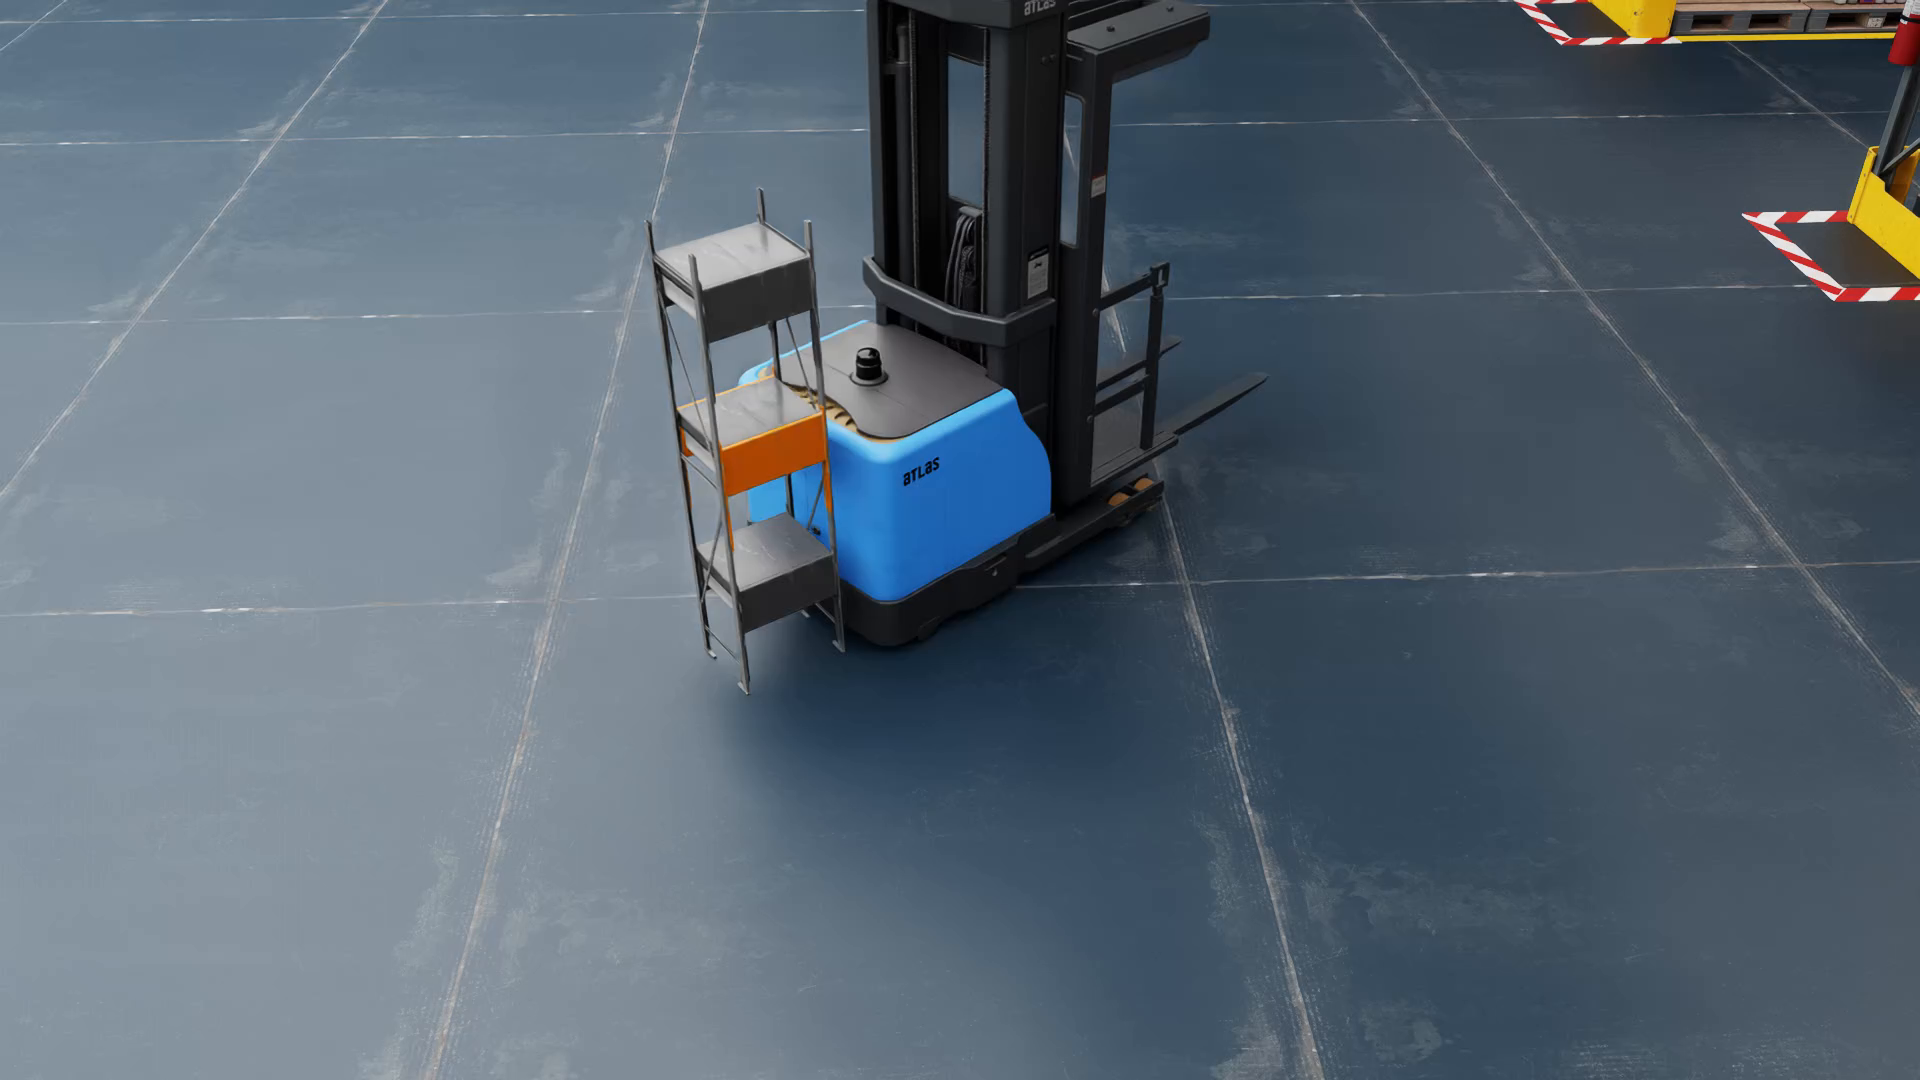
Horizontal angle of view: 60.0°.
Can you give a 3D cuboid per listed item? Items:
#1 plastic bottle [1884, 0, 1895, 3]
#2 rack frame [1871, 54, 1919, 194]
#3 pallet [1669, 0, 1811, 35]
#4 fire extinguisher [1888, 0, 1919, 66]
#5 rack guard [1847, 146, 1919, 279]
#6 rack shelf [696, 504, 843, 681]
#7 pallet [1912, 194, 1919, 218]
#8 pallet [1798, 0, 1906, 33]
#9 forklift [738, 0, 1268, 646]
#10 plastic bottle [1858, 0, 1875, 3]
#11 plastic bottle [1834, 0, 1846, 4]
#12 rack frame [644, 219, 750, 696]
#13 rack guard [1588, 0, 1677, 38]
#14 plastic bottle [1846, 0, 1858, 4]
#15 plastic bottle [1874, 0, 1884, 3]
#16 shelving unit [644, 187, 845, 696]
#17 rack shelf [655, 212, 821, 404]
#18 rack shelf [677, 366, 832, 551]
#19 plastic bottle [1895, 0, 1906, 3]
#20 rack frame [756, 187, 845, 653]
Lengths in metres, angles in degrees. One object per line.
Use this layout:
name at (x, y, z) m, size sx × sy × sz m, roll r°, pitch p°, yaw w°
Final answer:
plastic bottle at (8.253, -4.897, 14.701) m, size 0.097 × 0.271 × 0.097 m, roll 0°, pitch 35°, yaw 0°
rack frame at (6.219, -3.139, 10.150) m, size 0.127 × 3.000 × 1.000 m, roll -2°, pitch 35°, yaw -2°
pallet at (6.870, -4.856, 15.081) m, size 1.213 × 0.211 × 1.003 m, roll -2°, pitch 35°, yaw -2°
fire extinguisher at (6.083, -3.366, 10.546) m, size 0.183 × 0.674 × 0.296 m, roll -2°, pitch 35°, yaw -2°
rack guard at (6.295, -2.113, 10.864) m, size 0.348 × 0.500 × 1.175 m, roll -2°, pitch 35°, yaw -2°
rack shelf at (-0.845, 0.226, 7.321) m, size 0.480 × 0.518 × 0.431 m, roll -23°, pitch 41°, yaw -27°
pallet at (7.109, -1.996, 10.949) m, size 1.213 × 0.211 × 1.003 m, roll -2°, pitch 35°, yaw -2°
pallet at (8.086, -4.887, 15.126) m, size 1.213 × 0.211 × 1.003 m, roll -2°, pitch 35°, yaw -2°
forklift at (0.392, -1.462, 7.787) m, size 3.031 × 2.935 × 1.130 m, roll -29°, pitch 44°, yaw -35°
plastic bottle at (8.038, -4.886, 14.674) m, size 0.133 × 0.283 × 0.061 m, roll -1°, pitch 35°, yaw -1°
plastic bottle at (7.811, -4.885, 14.684) m, size 0.097 × 0.271 × 0.097 m, roll 0°, pitch 35°, yaw 0°
rack frame at (-1.059, -0.270, 6.795) m, size 0.015 × 2.100 × 0.400 m, roll -23°, pitch 41°, yaw -27°
rack guard at (6.059, -4.955, 14.971) m, size 0.348 × 0.500 × 1.175 m, roll -2°, pitch 35°, yaw -2°
plastic bottle at (7.914, -4.859, 14.708) m, size 0.097 × 0.201 × 0.097 m, roll 0°, pitch 35°, yaw 0°
plastic bottle at (8.153, -4.895, 14.697) m, size 0.097 × 0.271 × 0.097 m, roll 0°, pitch 35°, yaw 0°
shelving unit at (-0.860, -0.355, 6.906) m, size 0.503 × 2.100 × 0.431 m, roll -23°, pitch 41°, yaw -27°
rack shelf at (-0.874, -0.913, 6.507) m, size 0.480 × 0.518 × 0.431 m, roll -23°, pitch 41°, yaw -27°
rack shelf at (-0.859, -0.343, 6.914) m, size 0.480 × 0.518 × 0.431 m, roll -23°, pitch 41°, yaw -27°
plastic bottle at (8.352, -4.871, 14.725) m, size 0.097 × 0.201 × 0.097 m, roll 0°, pitch 35°, yaw 0°
rack frame at (-0.660, -0.439, 7.018) m, size 0.015 × 2.100 × 0.400 m, roll -23°, pitch 41°, yaw -27°
